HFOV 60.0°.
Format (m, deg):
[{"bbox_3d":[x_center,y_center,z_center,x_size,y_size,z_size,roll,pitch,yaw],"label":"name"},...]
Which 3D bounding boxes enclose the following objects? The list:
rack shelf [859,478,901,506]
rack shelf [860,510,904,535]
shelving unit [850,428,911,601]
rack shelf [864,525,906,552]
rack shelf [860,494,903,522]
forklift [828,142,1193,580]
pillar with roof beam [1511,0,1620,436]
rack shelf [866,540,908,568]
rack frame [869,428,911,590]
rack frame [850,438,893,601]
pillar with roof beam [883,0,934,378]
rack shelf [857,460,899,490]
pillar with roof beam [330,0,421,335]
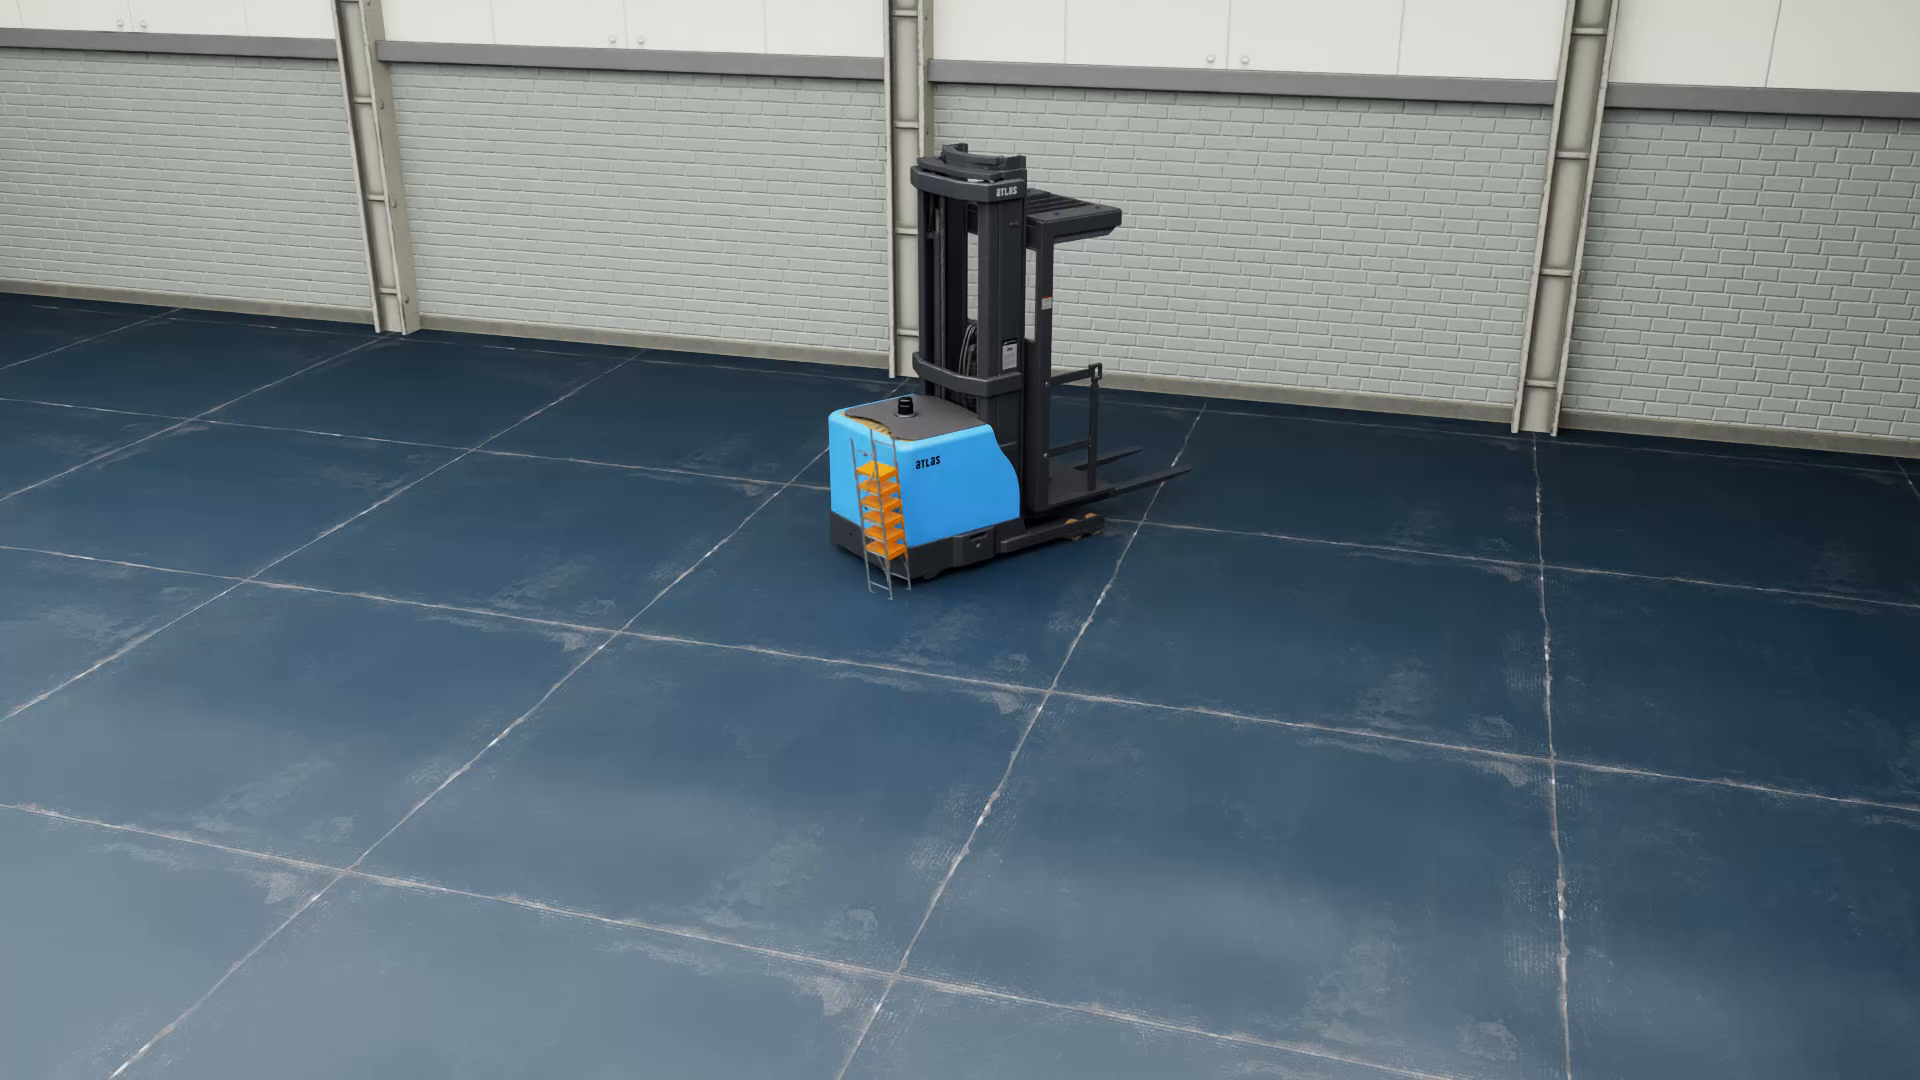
[{"bbox_3d":[-0.563,-0.344,11.495,0.258,0.103,0.180,20,36,39],"label":"rack shelf"},{"bbox_3d":[-0.544,-0.131,11.605,0.258,0.103,0.180,20,36,39],"label":"rack shelf"},{"bbox_3d":[-0.547,-0.170,11.585,0.258,1.200,0.189,20,36,39],"label":"shelving unit"},{"bbox_3d":[-0.534,-0.025,11.660,0.258,0.103,0.180,20,36,39],"label":"rack shelf"},{"bbox_3d":[-0.553,-0.237,11.550,0.258,0.103,0.180,20,36,39],"label":"rack shelf"},{"bbox_3d":[0.500,-1.498,12.559,3.031,2.935,1.130,-16,27,-34],"label":"forklift"},{"bbox_3d":[4.019,-3.615,9.726,0.400,9.000,9.100,7,23,16],"label":"pillar with roof beam"},{"bbox_3d":[-0.524,0.081,11.715,0.258,0.103,0.180,20,36,39],"label":"rack shelf"},{"bbox_3d":[-0.485,-0.206,11.642,0.240,1.200,0.006,20,36,39],"label":"rack frame"},{"bbox_3d":[-0.610,-0.135,11.528,0.240,1.200,0.006,20,36,39],"label":"rack frame"},{"bbox_3d":[-1.726,-4.273,11.330,0.400,9.000,9.100,7,23,16],"label":"pillar with roof beam"},{"bbox_3d":[-0.573,-0.450,11.440,0.258,0.103,0.180,20,36,39],"label":"rack shelf"},{"bbox_3d":[-7.470,-4.931,12.933,0.400,9.000,9.100,7,23,16],"label":"pillar with roof beam"}]
